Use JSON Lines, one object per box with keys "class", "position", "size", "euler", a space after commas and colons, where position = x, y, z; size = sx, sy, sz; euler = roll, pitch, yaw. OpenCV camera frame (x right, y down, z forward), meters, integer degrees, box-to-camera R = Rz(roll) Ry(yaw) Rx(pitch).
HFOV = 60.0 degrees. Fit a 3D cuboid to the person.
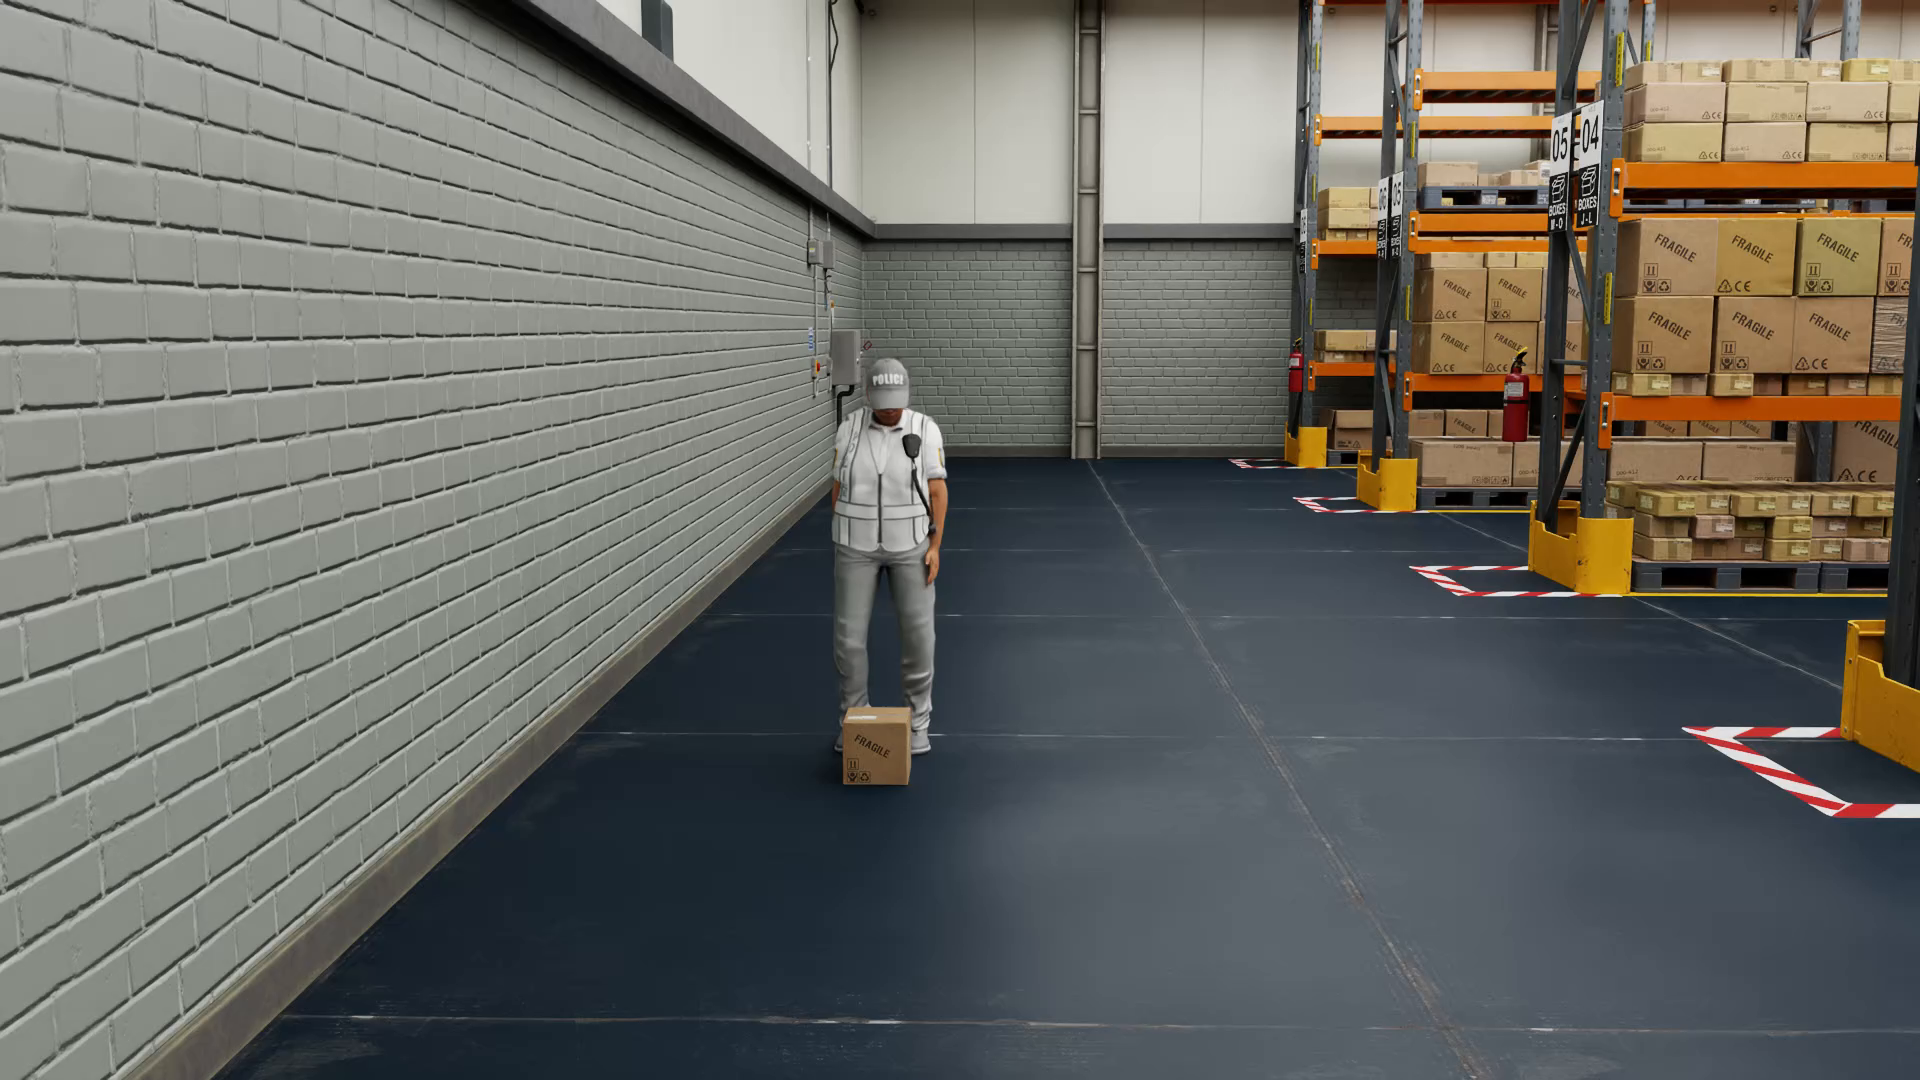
{"class": "person", "position": [-0.293, 0.068, 6.895], "size": [0.486, 1.638, 0.415], "euler": [0, 7, 3]}
